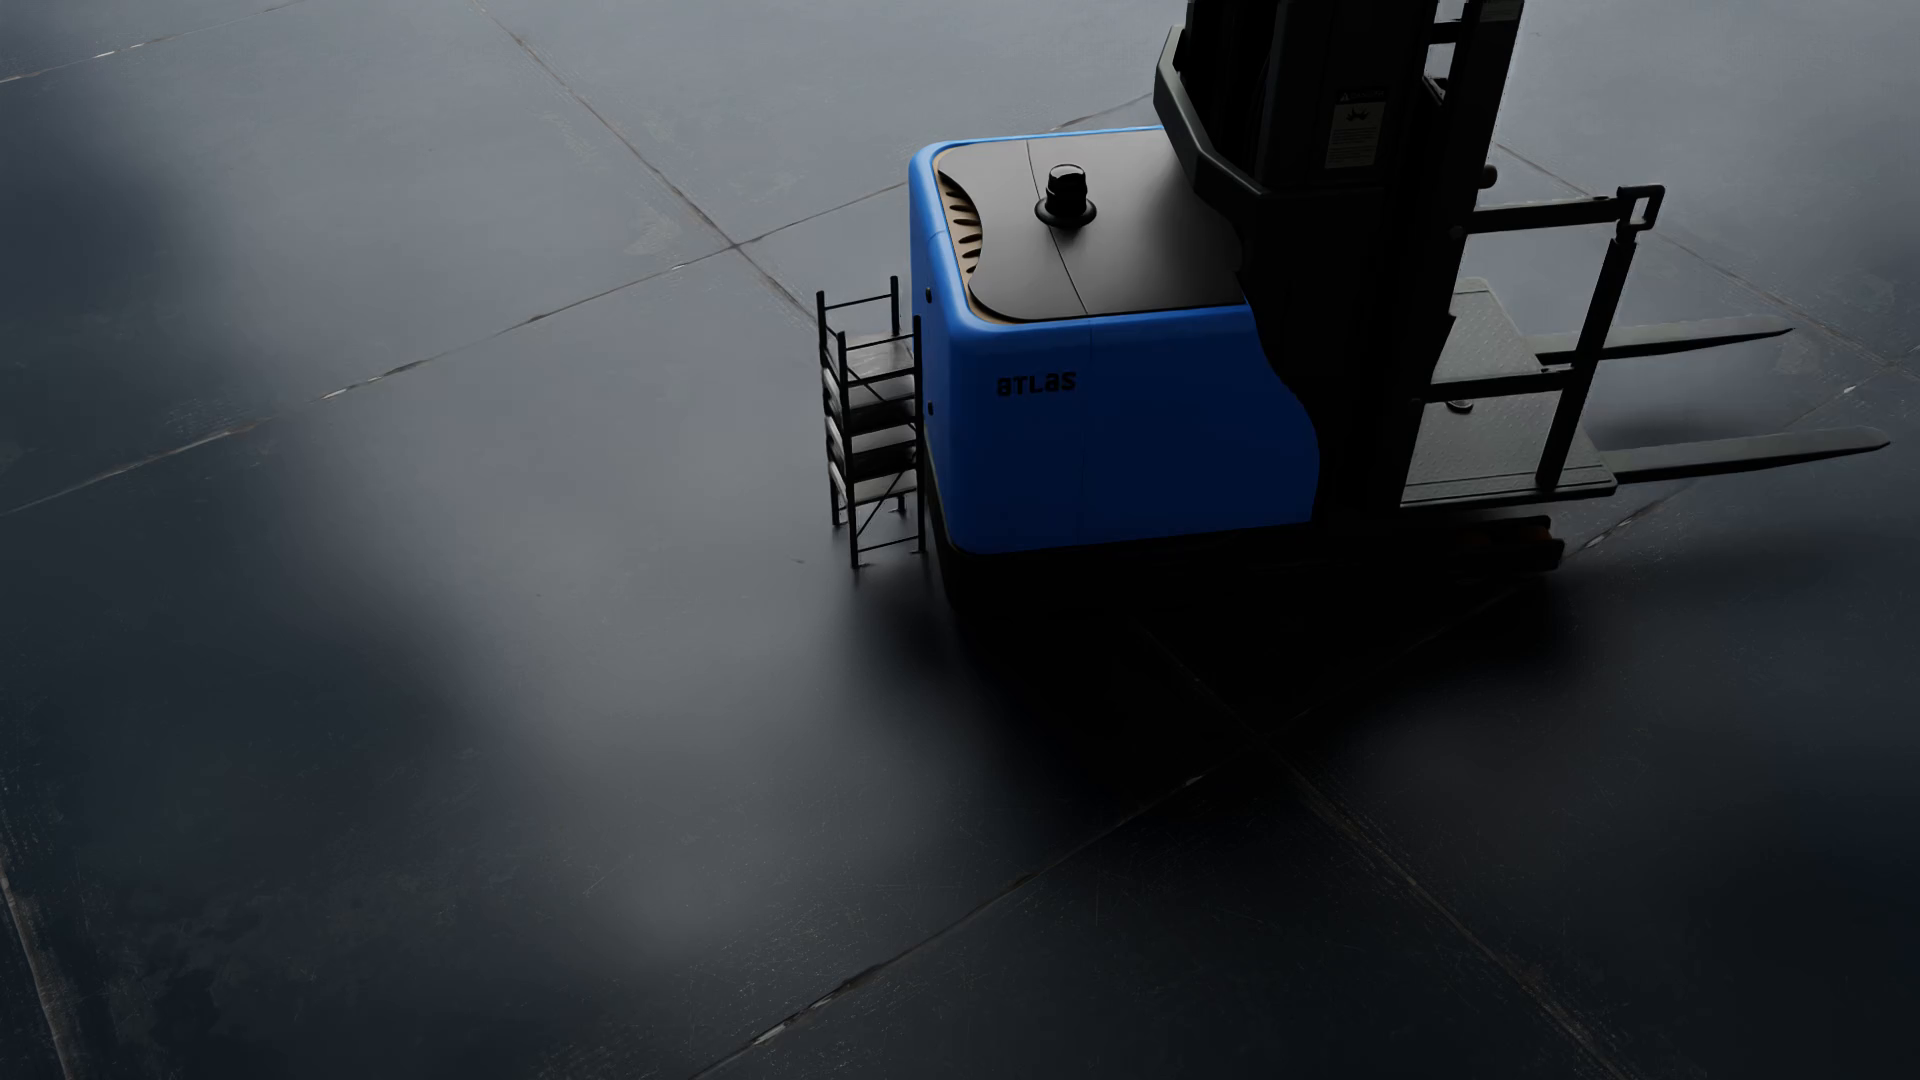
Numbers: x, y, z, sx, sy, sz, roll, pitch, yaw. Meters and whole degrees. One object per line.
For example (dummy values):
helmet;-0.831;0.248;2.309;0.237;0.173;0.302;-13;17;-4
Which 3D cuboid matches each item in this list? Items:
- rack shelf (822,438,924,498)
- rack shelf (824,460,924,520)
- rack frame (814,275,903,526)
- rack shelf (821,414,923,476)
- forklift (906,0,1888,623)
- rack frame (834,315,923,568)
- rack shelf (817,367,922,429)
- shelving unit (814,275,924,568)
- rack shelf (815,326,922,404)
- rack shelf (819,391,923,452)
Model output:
rack shelf;-0.264;-0.245;5.034;0.258;0.077;0.200;-13;45;-14
rack shelf;-0.264;-0.180;5.096;0.258;0.077;0.200;-13;45;-14
rack frame;-0.298;-0.401;5.018;0.240;0.900;0.006;-13;45;-14
rack shelf;-0.264;-0.310;4.972;0.258;0.077;0.200;-13;45;-14
forklift;1.388;-1.282;4.470;3.031;2.935;1.130;-6;44;-6
rack frame;-0.231;-0.268;4.879;0.240;0.900;0.006;-13;45;-14
rack shelf;-0.264;-0.441;4.847;0.258;0.077;0.200;-13;45;-14
shelving unit;-0.264;-0.335;4.949;0.258;0.900;0.210;-13;45;-14
rack shelf;-0.264;-0.506;4.785;0.258;0.077;0.200;-13;45;-14
rack shelf;-0.264;-0.376;4.910;0.258;0.077;0.200;-13;45;-14
